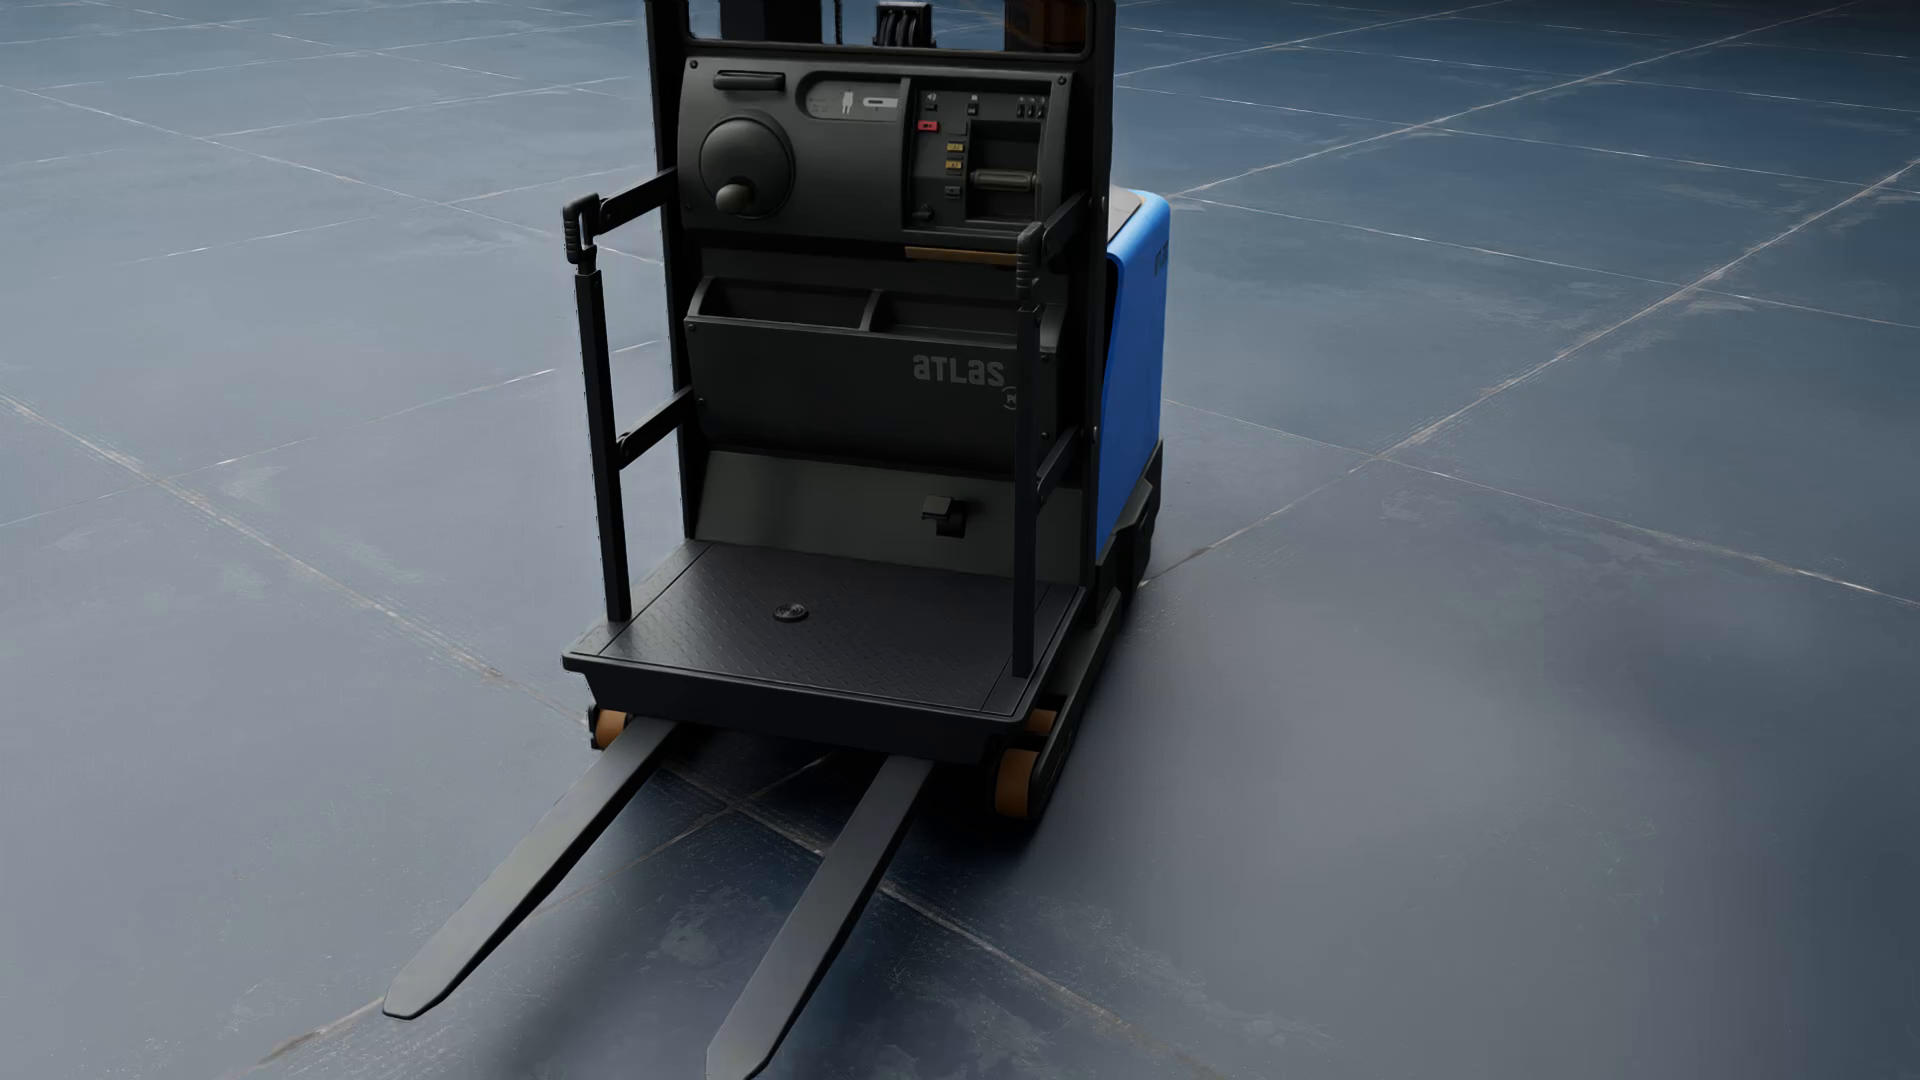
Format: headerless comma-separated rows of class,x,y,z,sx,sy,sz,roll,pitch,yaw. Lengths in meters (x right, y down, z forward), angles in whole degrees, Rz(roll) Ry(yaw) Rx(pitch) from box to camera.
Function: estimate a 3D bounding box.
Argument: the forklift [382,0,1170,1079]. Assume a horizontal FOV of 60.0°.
forklift,-0.263,-0.873,3.615,1.130,2.935,3.031,7,25,15
